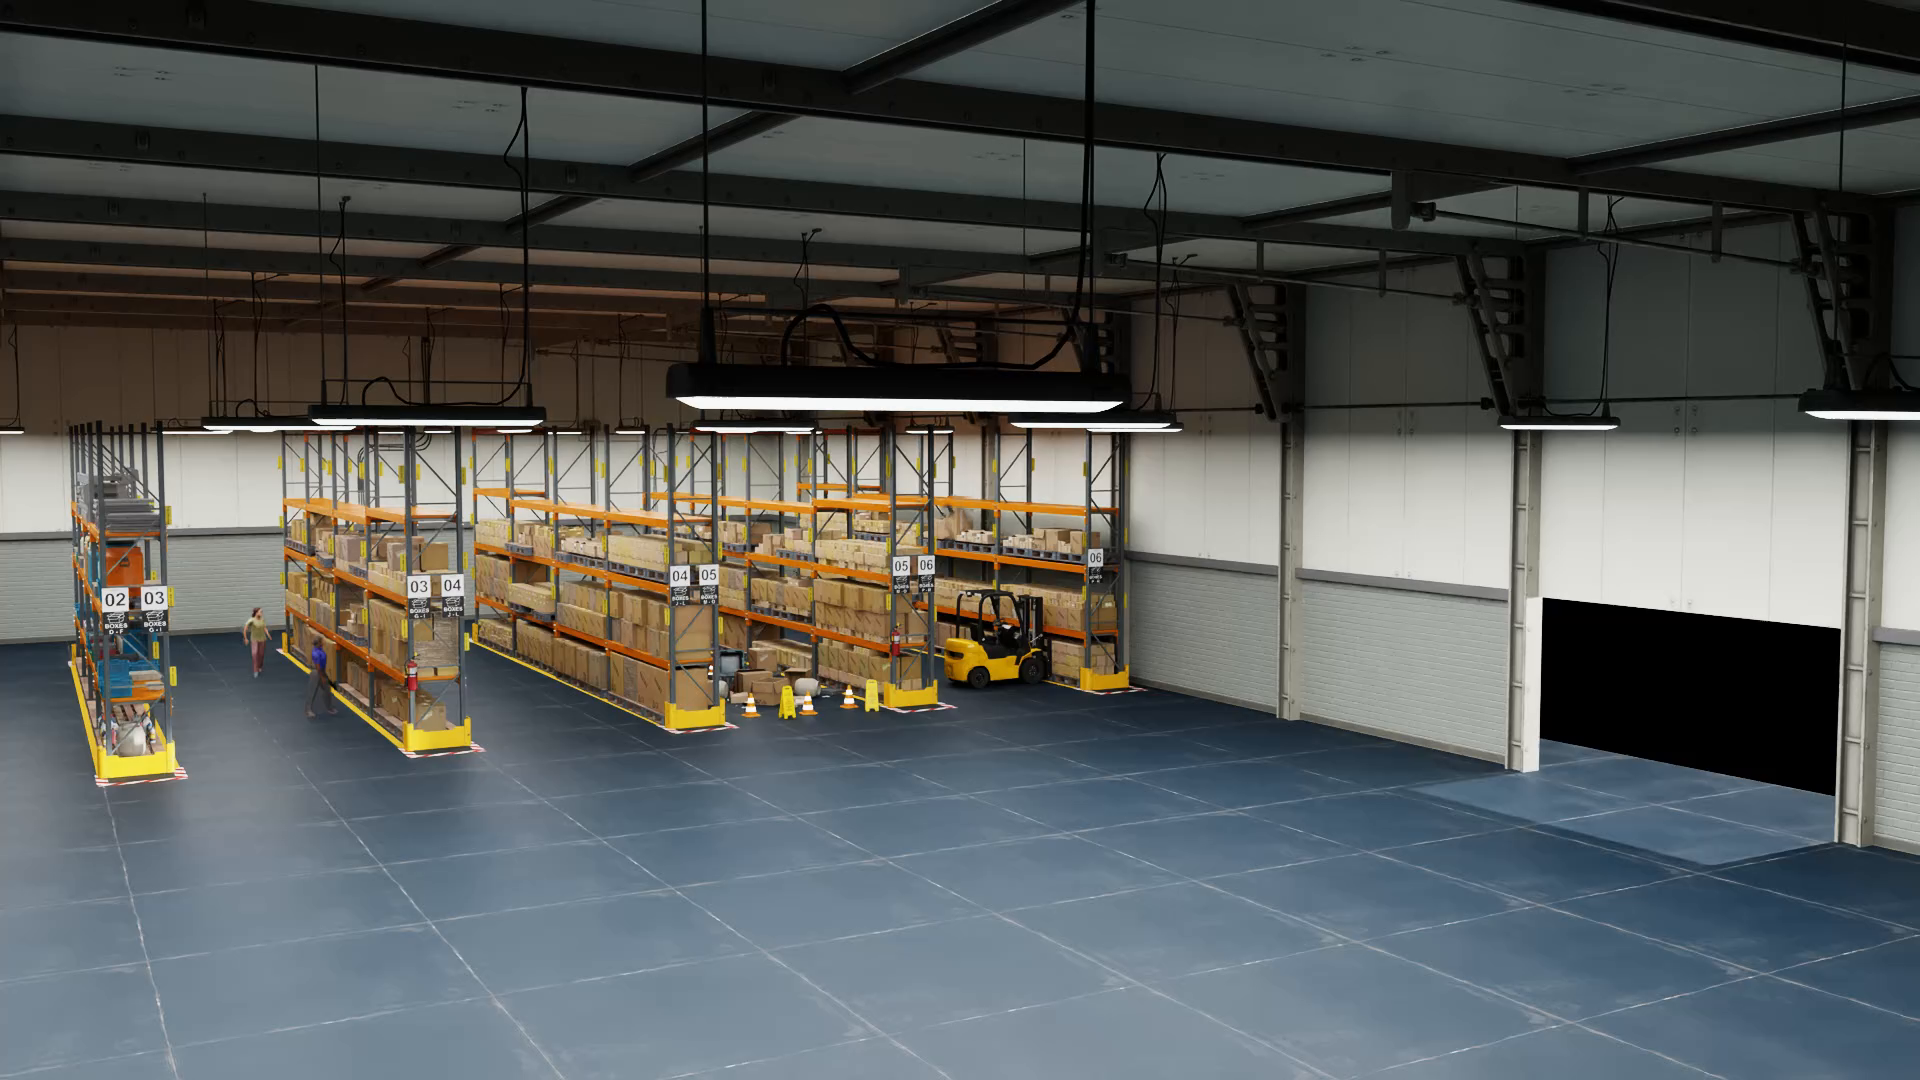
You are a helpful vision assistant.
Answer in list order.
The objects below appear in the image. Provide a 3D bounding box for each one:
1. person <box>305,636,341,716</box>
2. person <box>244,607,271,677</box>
[{"bbox_3d":[-13.154,2.801,34.227,0.560,1.661,0.634,0,4,3],"label":"person"},{"bbox_3d":[-16.944,2.447,40.107,0.605,1.672,0.932,-2,4,-26],"label":"person"}]
